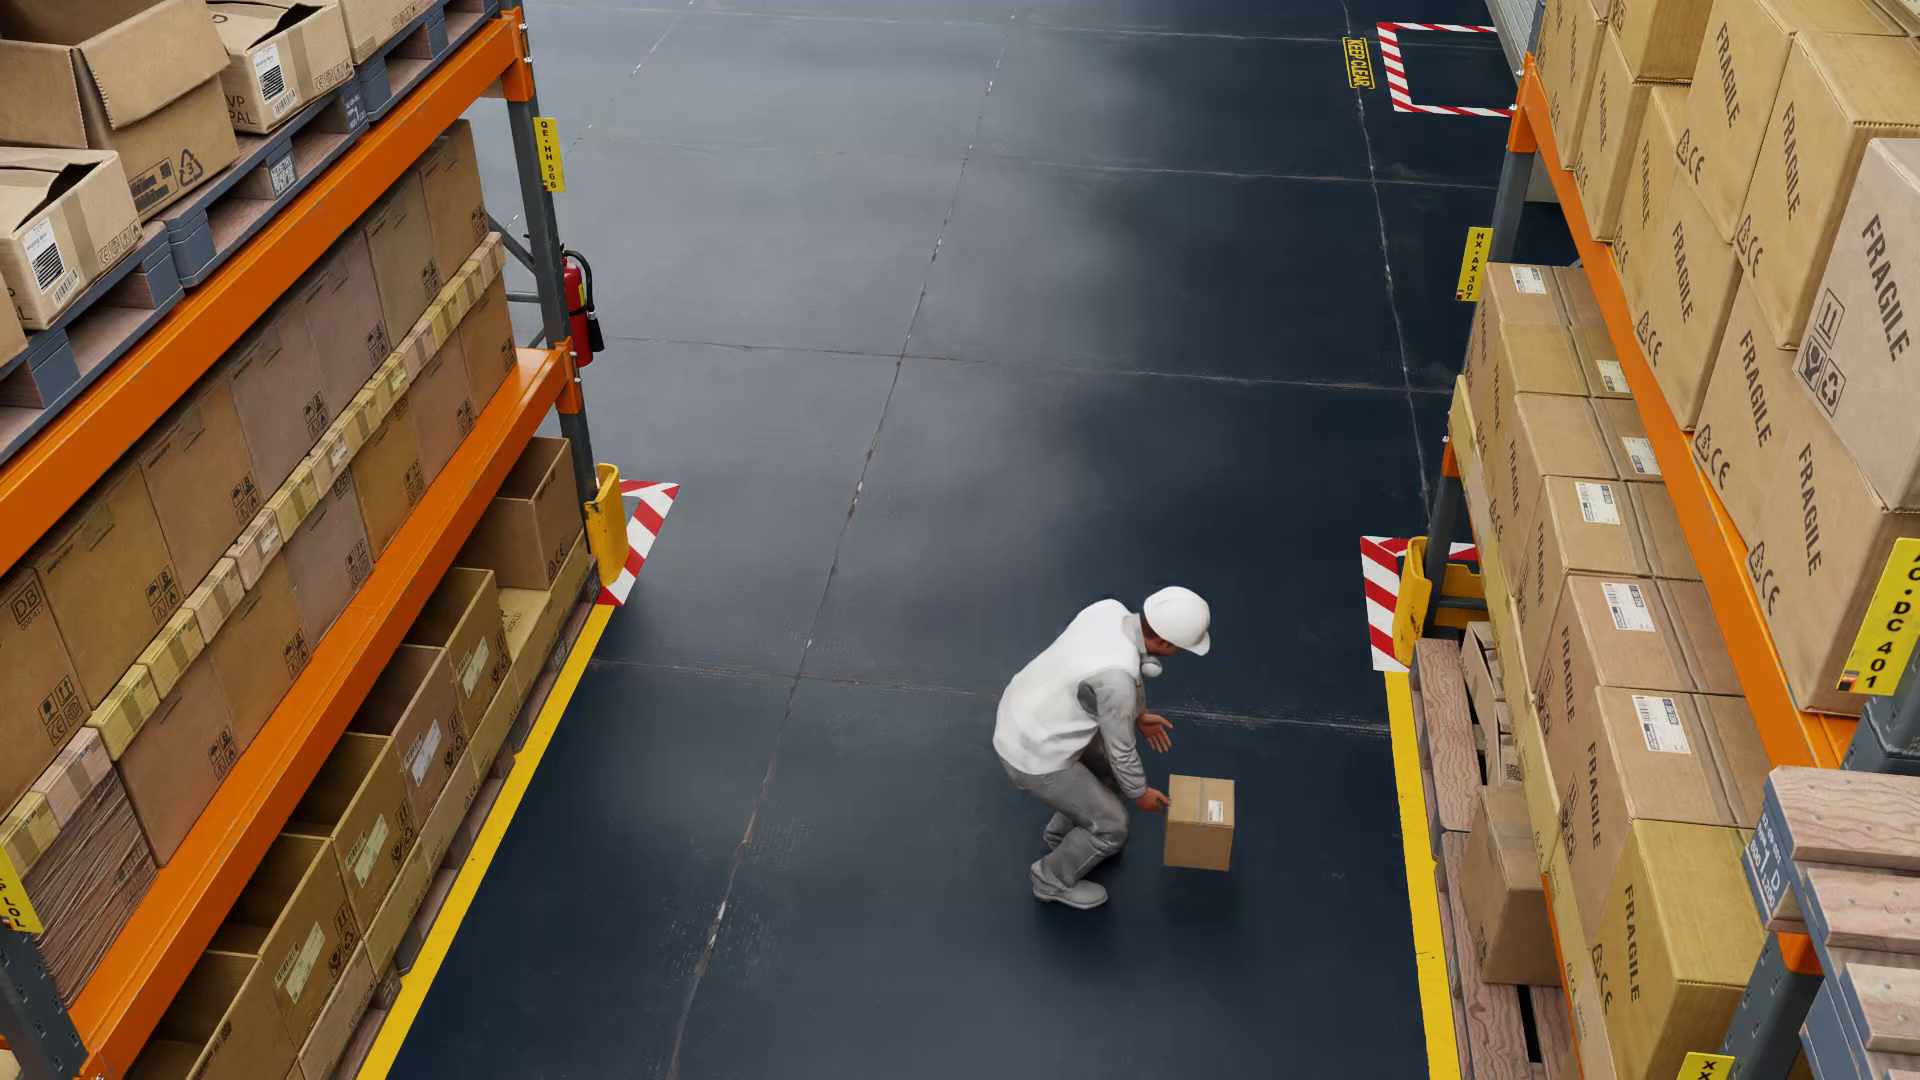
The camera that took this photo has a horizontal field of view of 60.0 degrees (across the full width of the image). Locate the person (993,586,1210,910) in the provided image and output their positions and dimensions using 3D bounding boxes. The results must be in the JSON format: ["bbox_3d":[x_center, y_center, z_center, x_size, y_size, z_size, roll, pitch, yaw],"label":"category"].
[{"bbox_3d":[0.518,0.740,6.301,0.768,1.422,0.592,4,36,6],"label":"person"}]
